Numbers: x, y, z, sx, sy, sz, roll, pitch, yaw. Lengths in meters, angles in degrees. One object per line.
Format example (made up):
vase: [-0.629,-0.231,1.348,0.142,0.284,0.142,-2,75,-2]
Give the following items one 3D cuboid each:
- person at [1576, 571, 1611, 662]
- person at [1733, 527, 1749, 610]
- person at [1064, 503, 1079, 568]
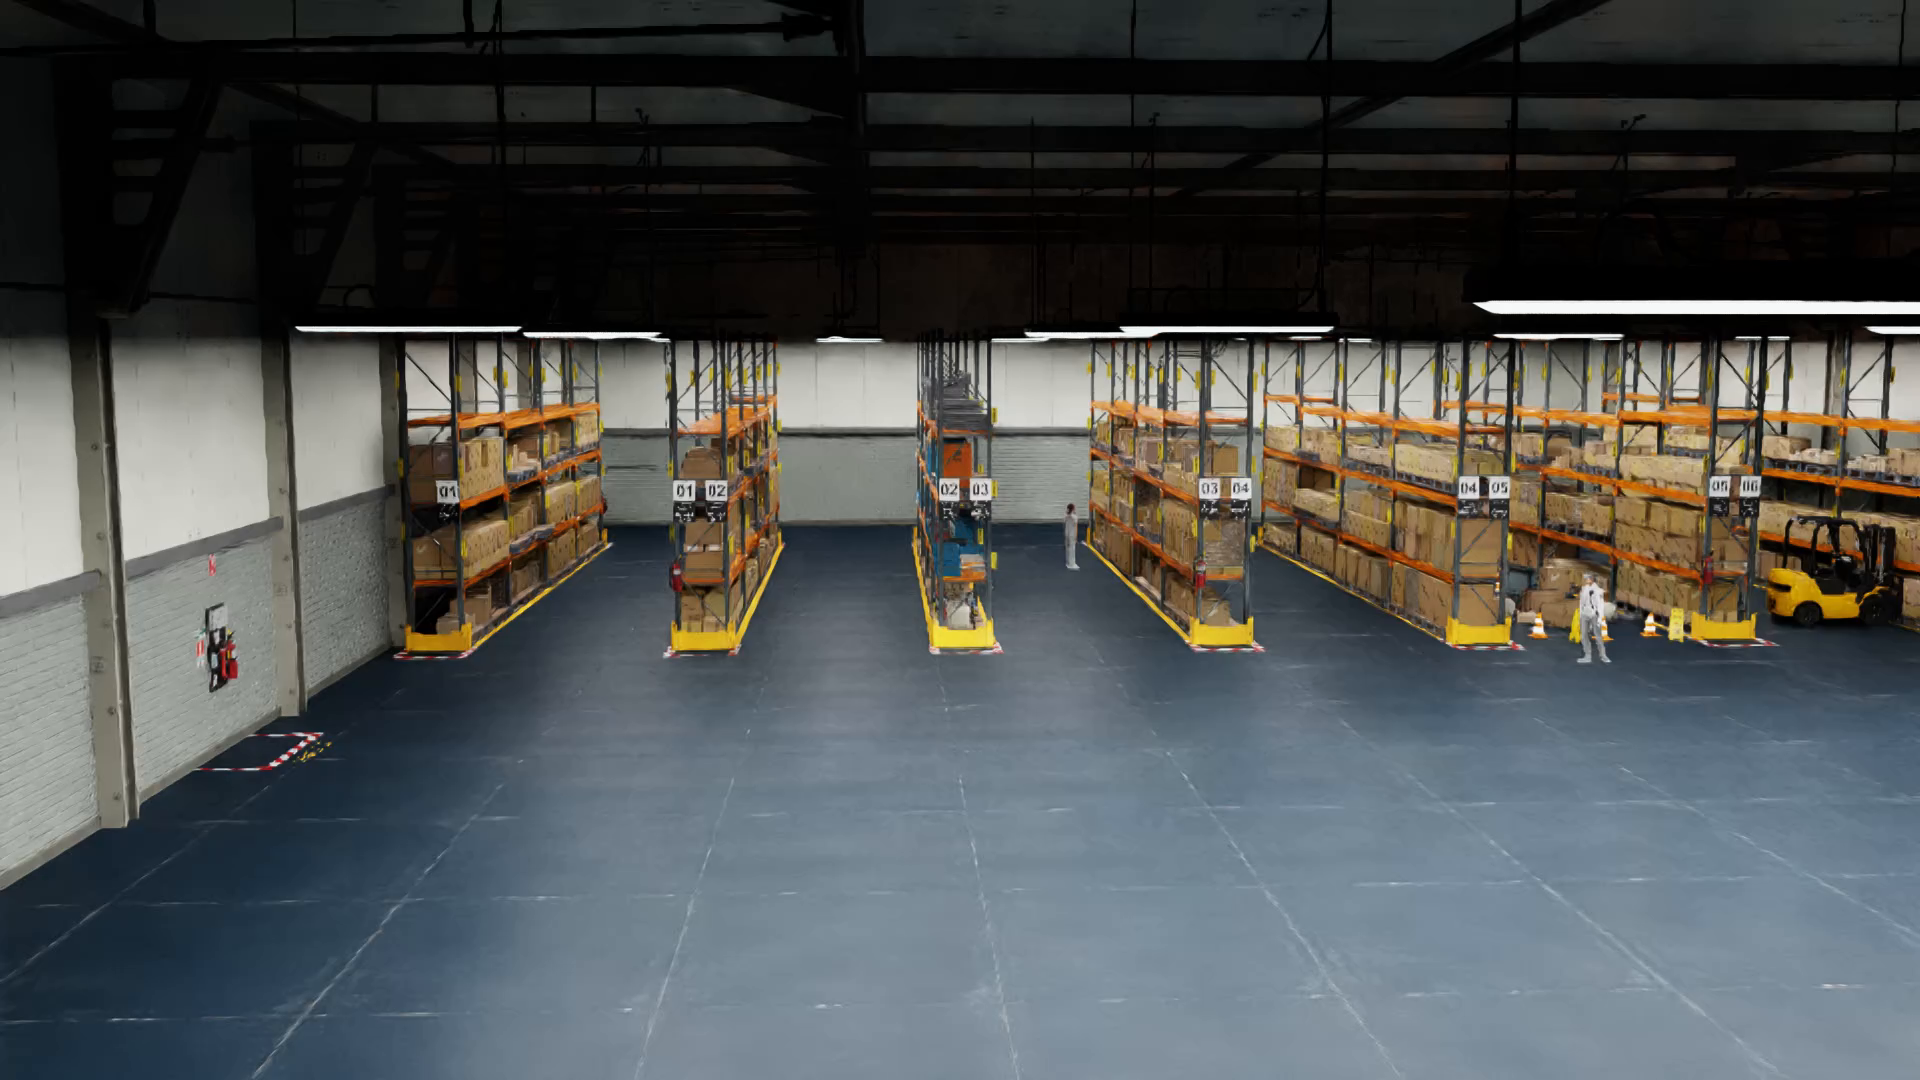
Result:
person: [11.431,1.378,29.990,0.518,1.669,0.571,-4,8,-29]
person: [16.847,0.608,35.993,0.586,1.736,0.654,4,8,28]
person: [2.877,-0.127,42.503,0.441,1.675,0.496,-5,8,-34]
